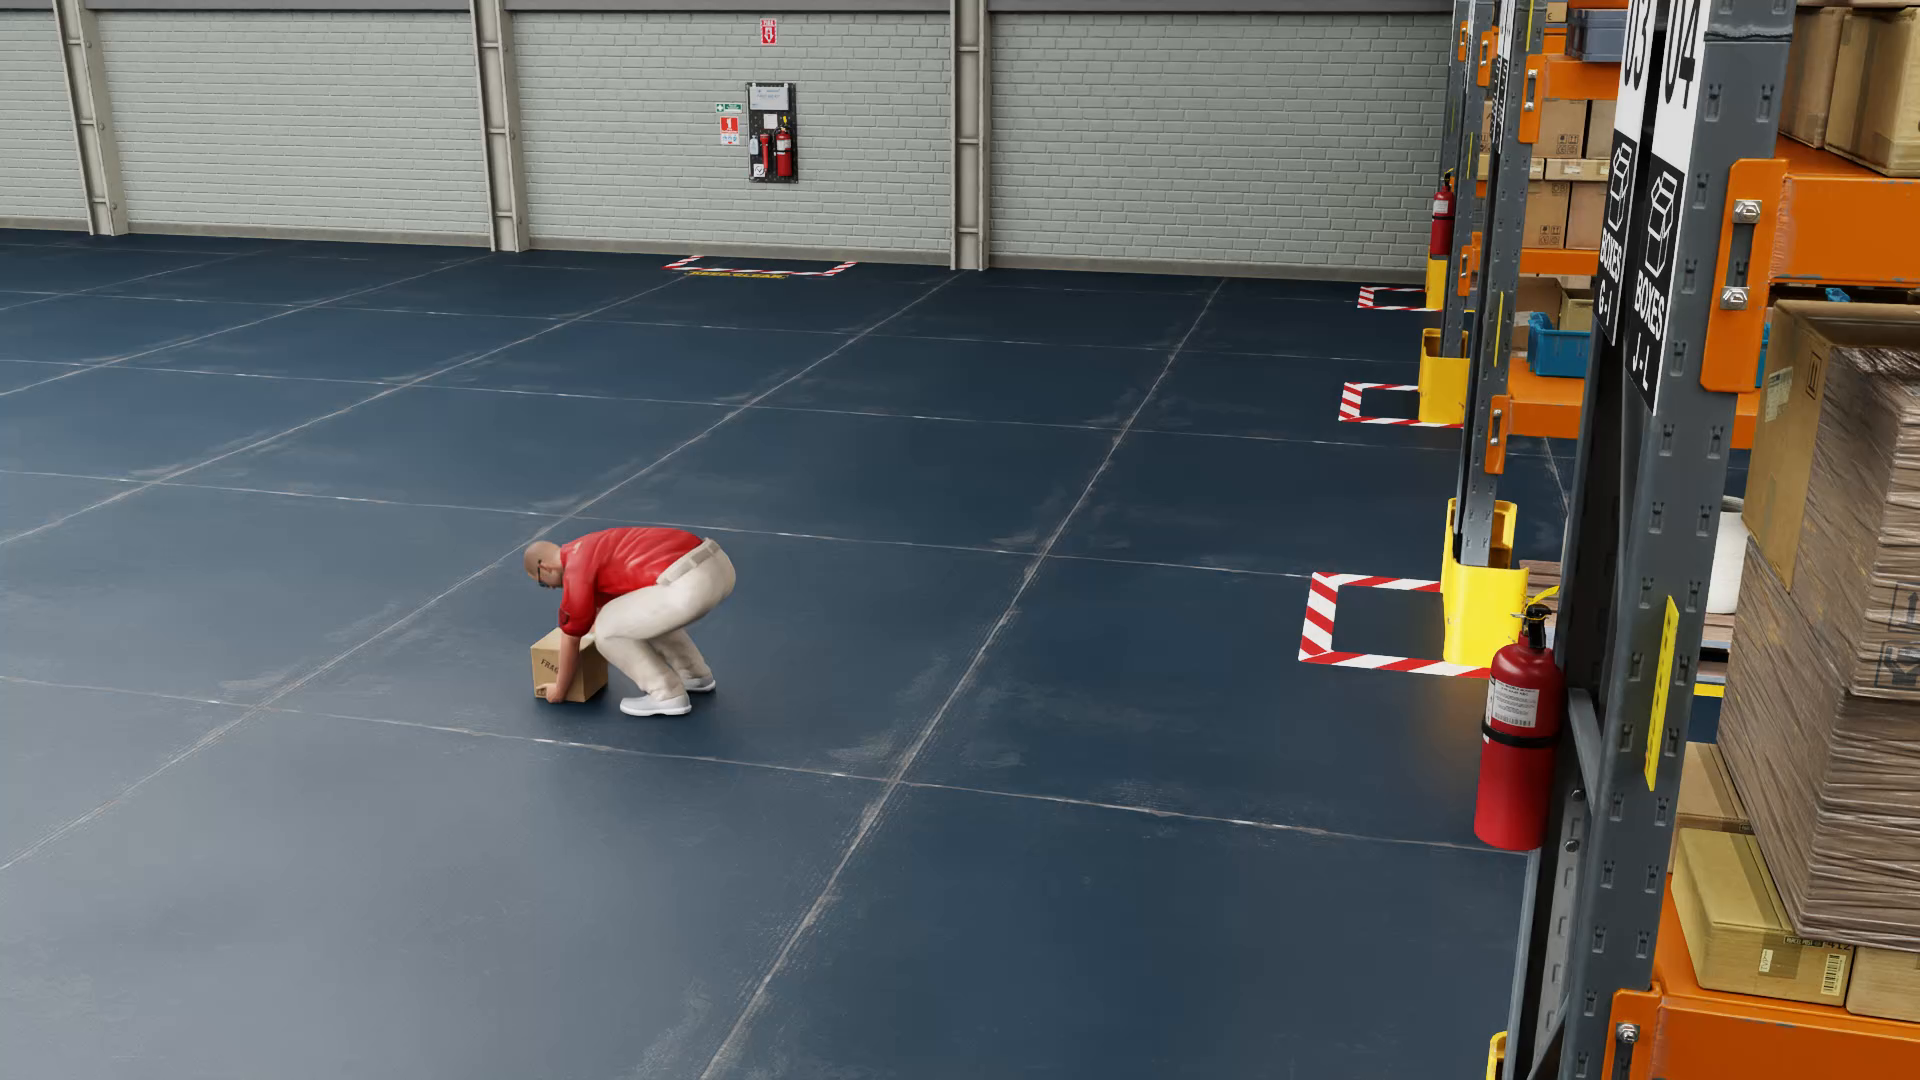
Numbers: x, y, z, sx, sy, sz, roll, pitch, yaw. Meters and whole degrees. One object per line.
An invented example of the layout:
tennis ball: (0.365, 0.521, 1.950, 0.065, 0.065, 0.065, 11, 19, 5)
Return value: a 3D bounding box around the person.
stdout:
person: (-1.529, 0.234, 7.500, 0.963, 1.026, 0.516, 4, 18, 11)
